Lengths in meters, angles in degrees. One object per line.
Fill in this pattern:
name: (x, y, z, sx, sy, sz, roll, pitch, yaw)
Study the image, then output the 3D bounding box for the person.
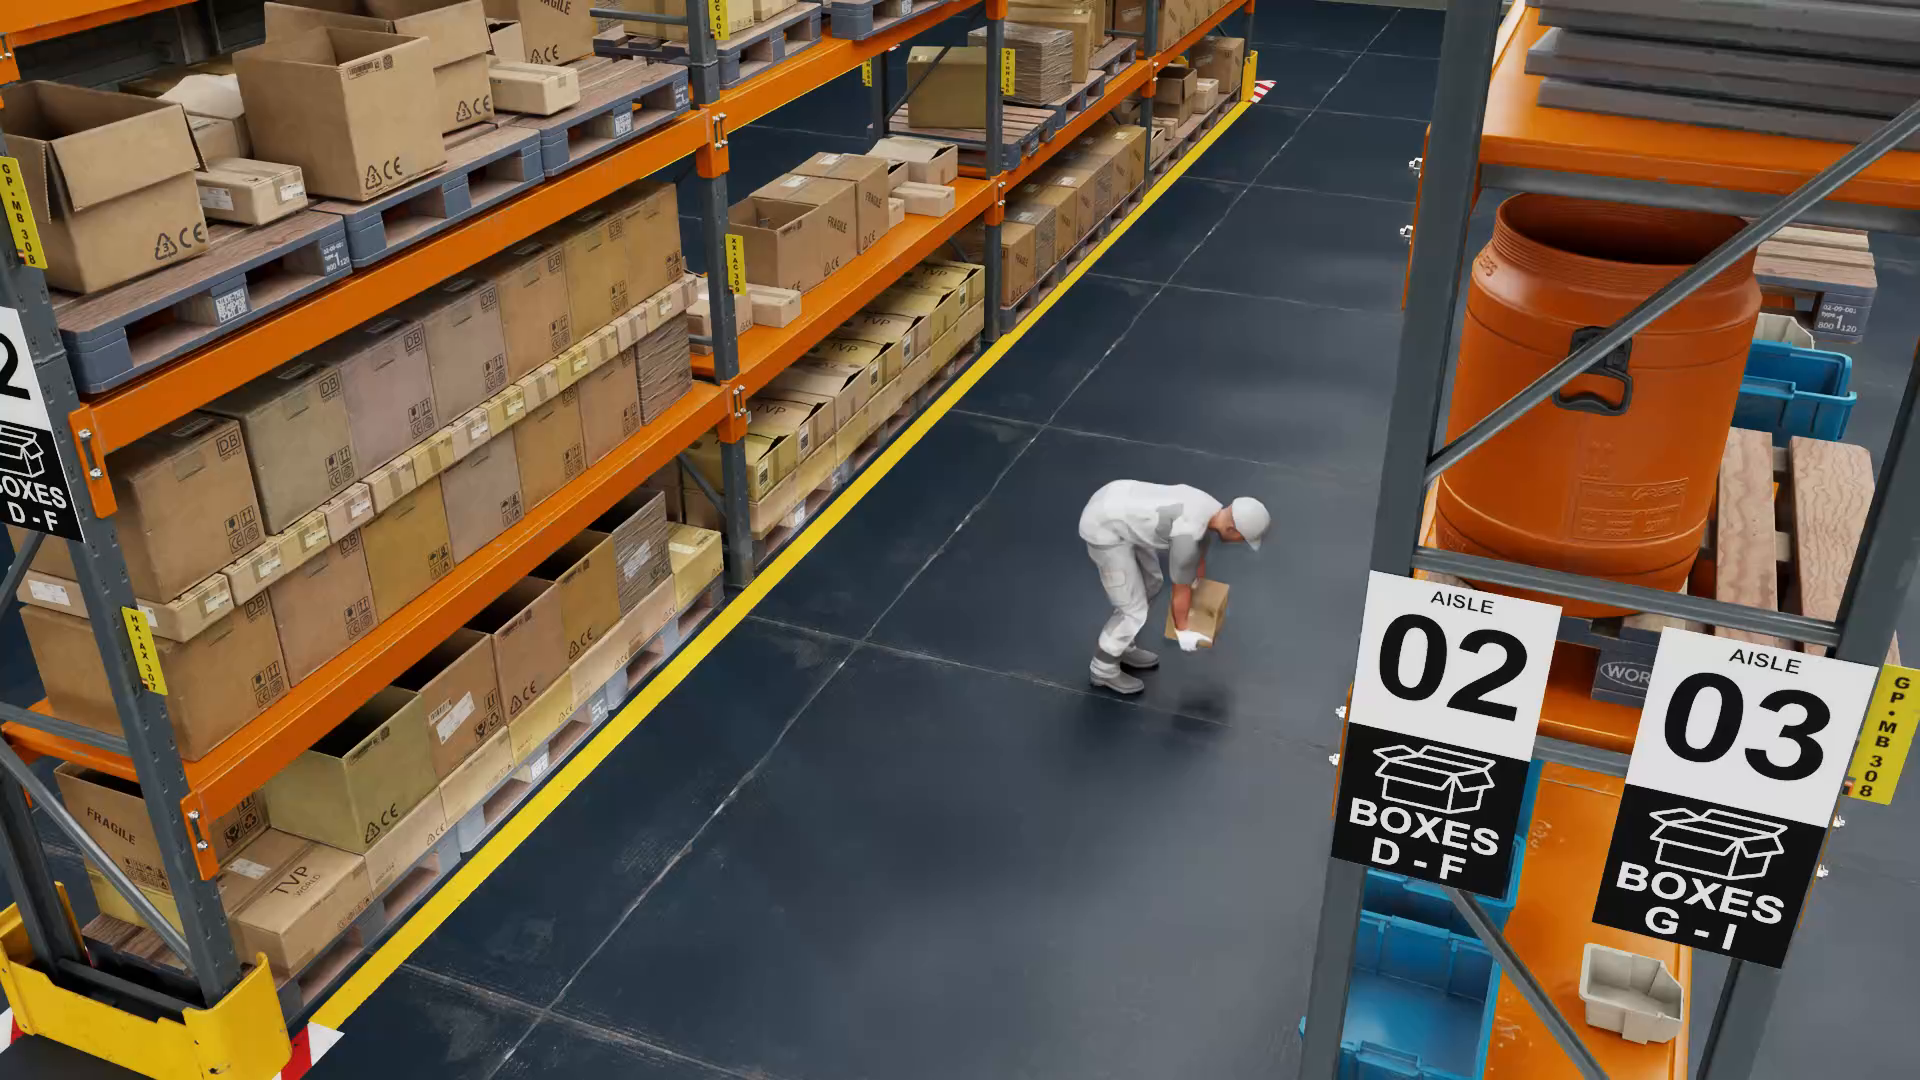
person: (1.081, 0.244, 8.573, 0.957, 1.167, 0.497, 10, 31, 18)
